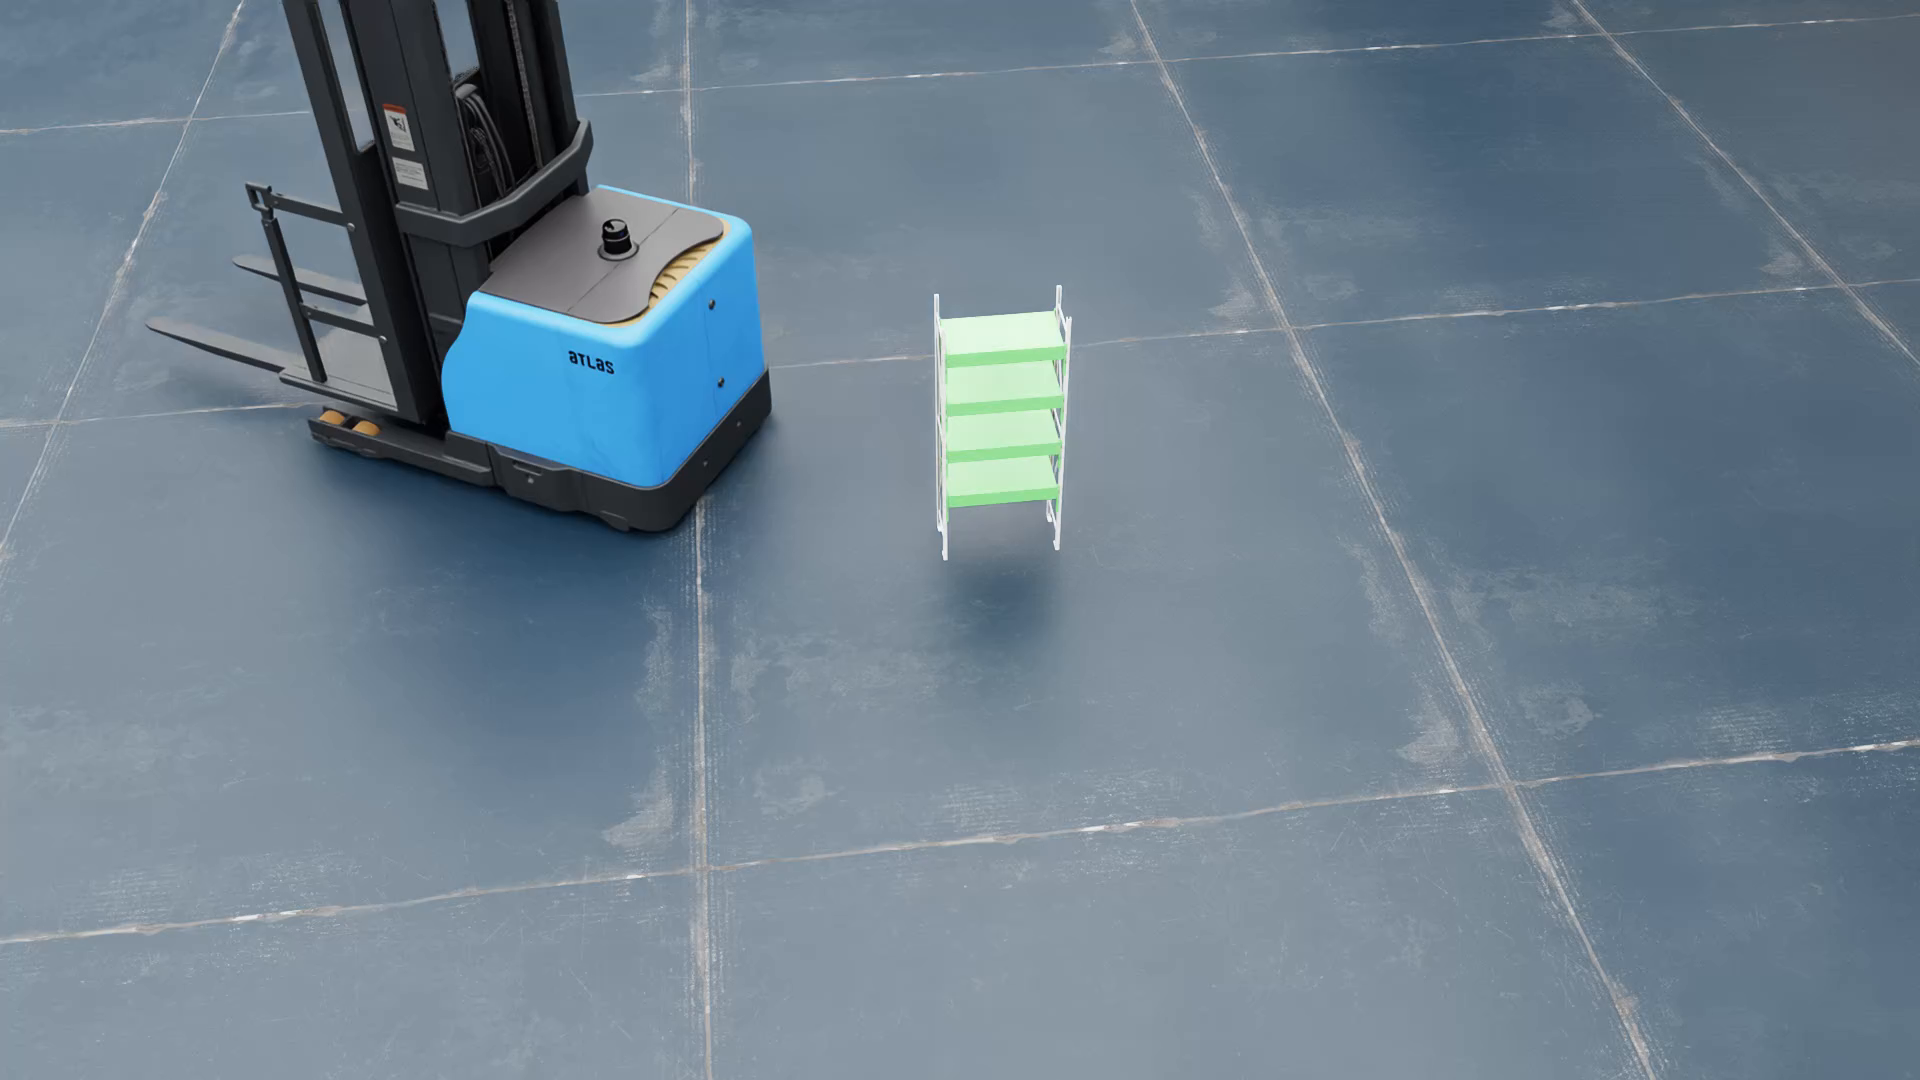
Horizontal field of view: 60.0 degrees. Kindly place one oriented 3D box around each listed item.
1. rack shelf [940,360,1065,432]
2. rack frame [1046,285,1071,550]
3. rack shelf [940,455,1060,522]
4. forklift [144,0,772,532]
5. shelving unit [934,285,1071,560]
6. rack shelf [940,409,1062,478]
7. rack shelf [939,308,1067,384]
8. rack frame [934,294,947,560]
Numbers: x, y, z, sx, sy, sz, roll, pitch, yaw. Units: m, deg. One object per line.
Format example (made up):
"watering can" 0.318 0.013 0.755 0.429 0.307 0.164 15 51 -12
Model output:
"rack shelf" 0.164 -0.591 6.746 0.480 0.148 0.258 -5 42 -6
"rack frame" 0.406 -0.481 6.888 0.015 1.200 0.240 -5 42 -6
"rack shelf" 0.164 -0.234 7.068 0.480 0.148 0.258 -5 42 -6
"forklift" -2.449 -1.776 7.030 3.031 2.935 1.130 16 45 17
"shelving unit" 0.164 -0.460 6.864 0.503 1.200 0.258 -5 42 -6
"rack shelf" 0.164 -0.412 6.907 0.480 0.148 0.258 -5 42 -6
"rack shelf" 0.164 -0.769 6.585 0.480 0.148 0.258 -5 42 -6
"rack frame" -0.078 -0.439 6.841 0.015 1.200 0.240 -5 42 -6
